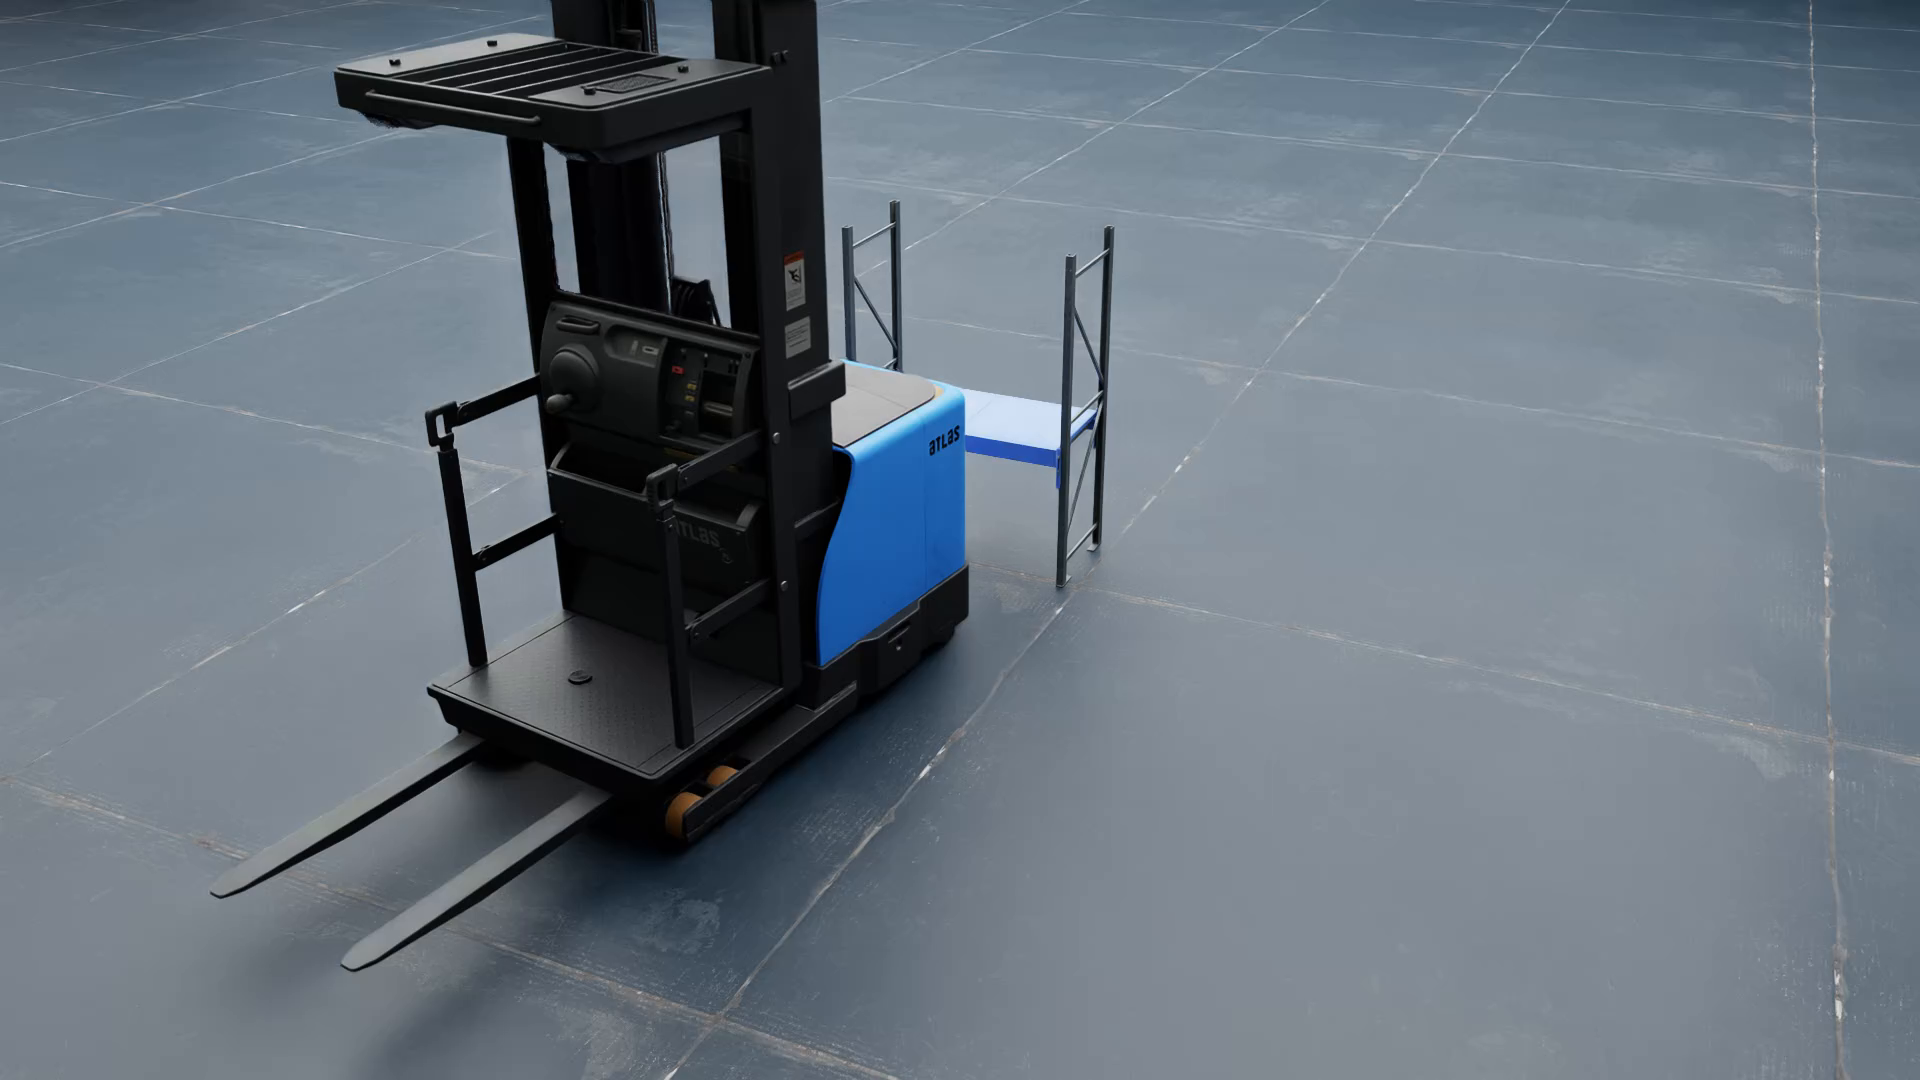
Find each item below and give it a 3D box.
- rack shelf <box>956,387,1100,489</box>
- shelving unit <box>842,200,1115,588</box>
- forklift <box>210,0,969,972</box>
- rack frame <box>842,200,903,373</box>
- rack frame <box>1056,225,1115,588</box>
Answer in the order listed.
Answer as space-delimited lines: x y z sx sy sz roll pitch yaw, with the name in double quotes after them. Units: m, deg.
0.078 -0.496 7.466 1.000 0.185 0.538 11 28 22 "rack shelf"
0.078 -0.657 7.387 1.048 1.500 0.538 11 28 22 "shelving unit"
-1.187 -0.525 5.497 1.130 2.935 3.031 16 30 29 "forklift"
-0.385 -0.750 7.576 0.032 1.500 0.500 11 28 22 "rack frame"
0.540 -0.564 7.198 0.032 1.500 0.500 11 28 22 "rack frame"
